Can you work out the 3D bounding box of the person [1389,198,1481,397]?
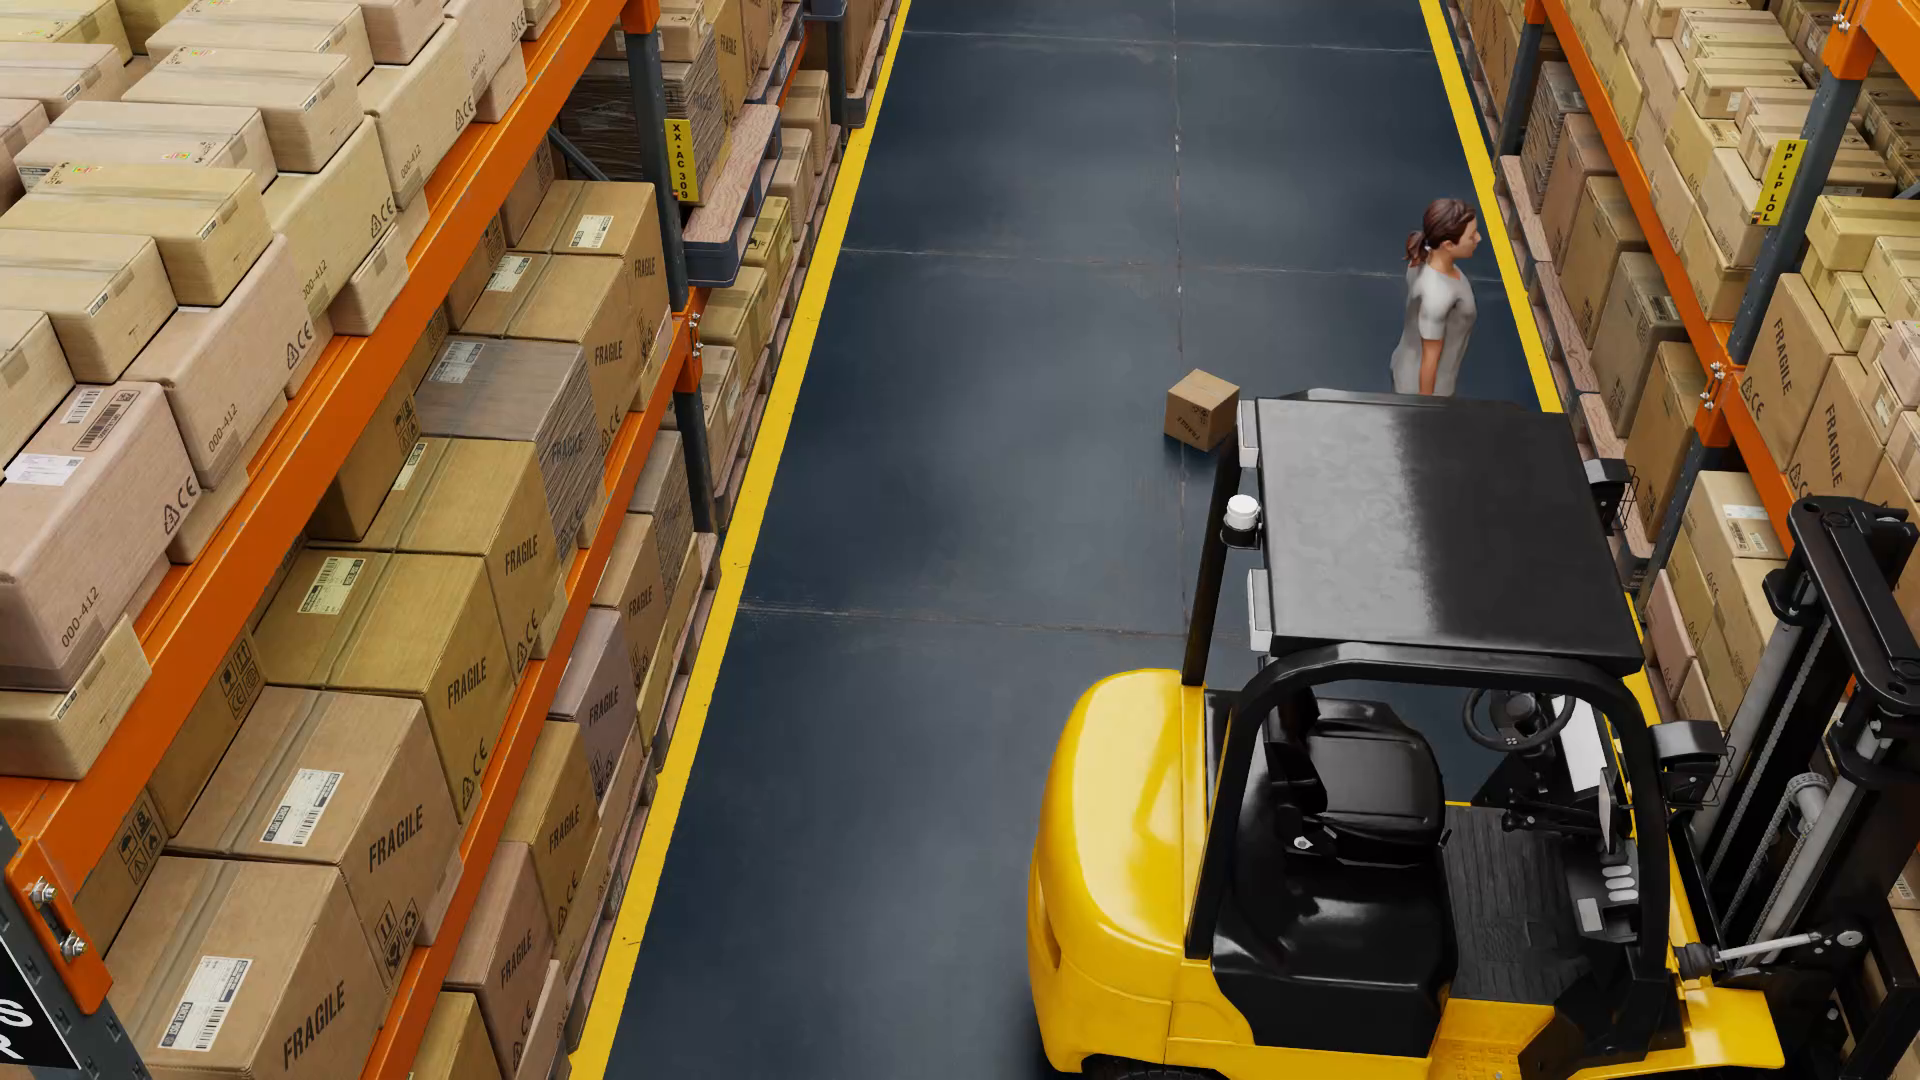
[{"bbox_3d":[1.936,-0.651,6.941,0.388,1.698,0.443,4,40,5],"label":"person"}]
